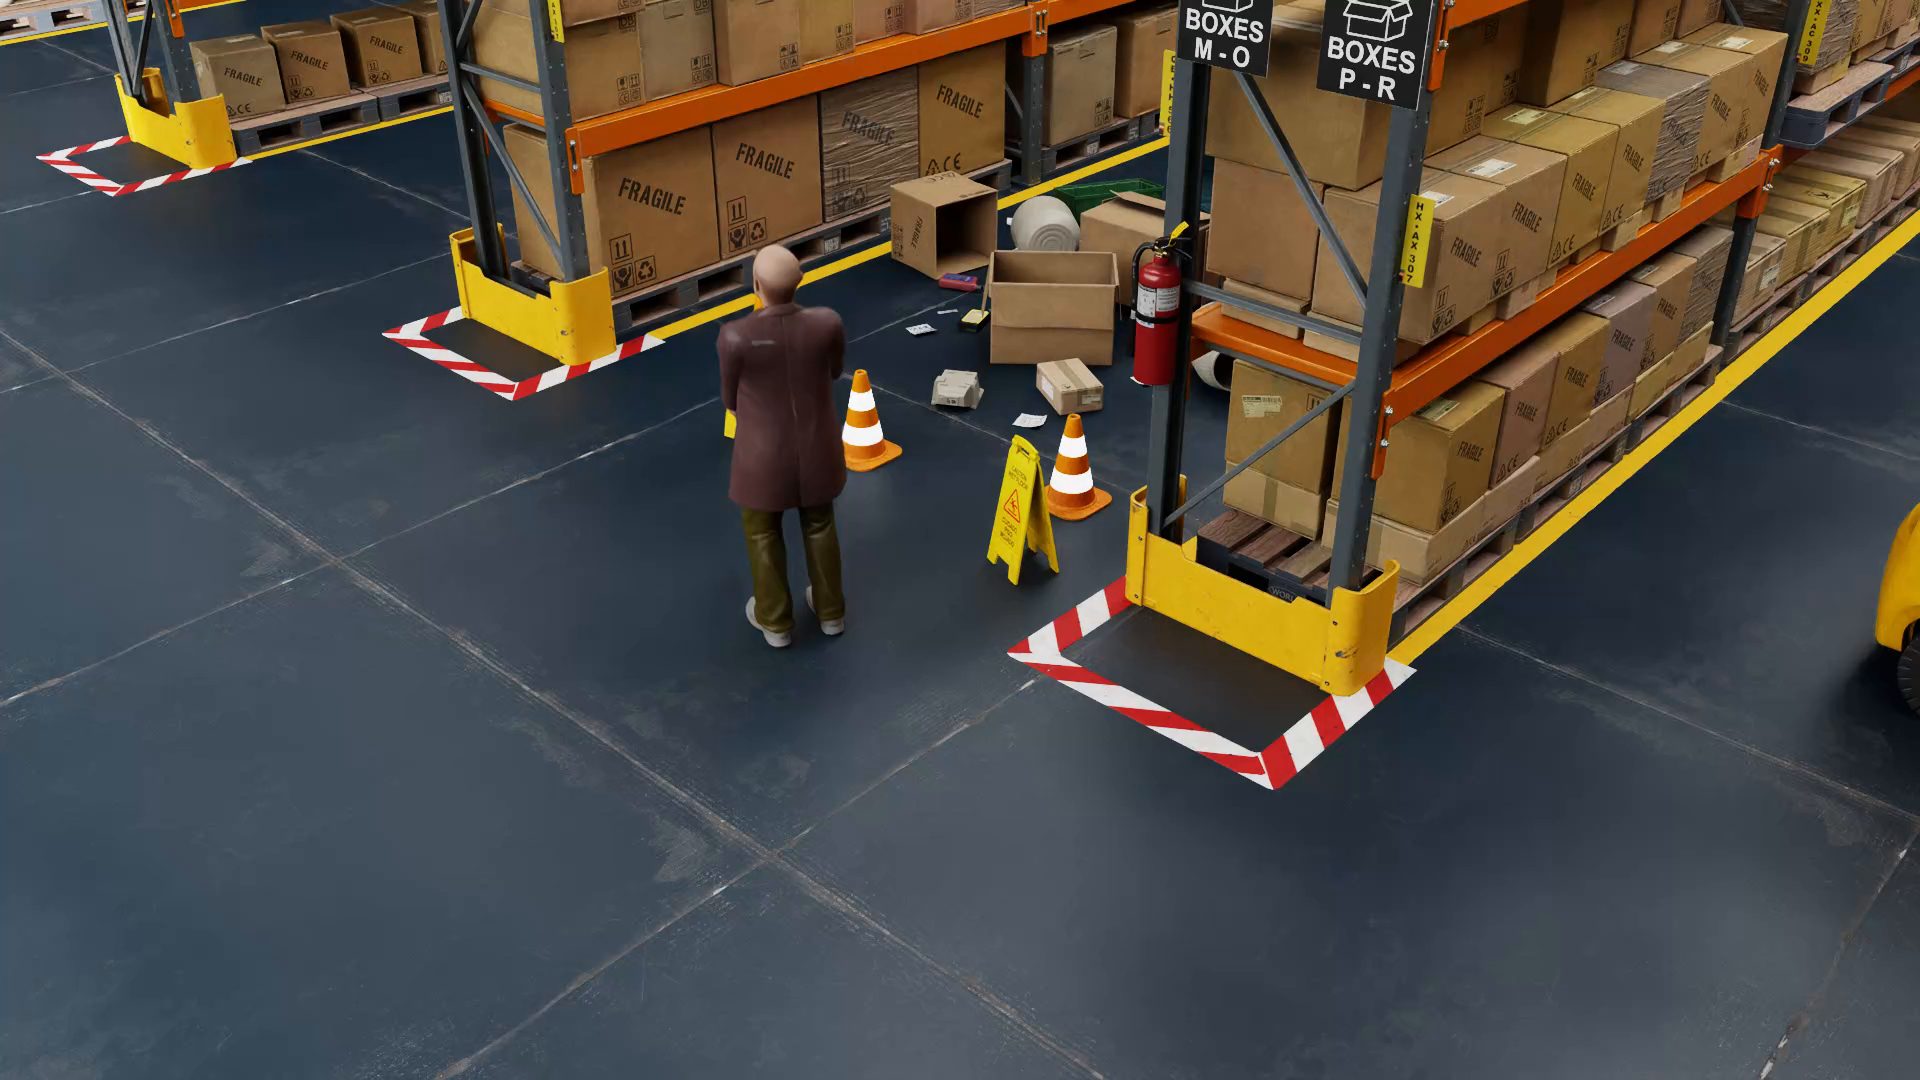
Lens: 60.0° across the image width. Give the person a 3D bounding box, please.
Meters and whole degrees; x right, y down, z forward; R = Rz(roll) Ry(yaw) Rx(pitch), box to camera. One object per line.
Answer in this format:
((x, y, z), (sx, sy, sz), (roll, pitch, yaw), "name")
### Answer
((-0.728, -0.388, 6.797), (0.644, 1.772, 0.429), (-14, 34, -22), "person")
